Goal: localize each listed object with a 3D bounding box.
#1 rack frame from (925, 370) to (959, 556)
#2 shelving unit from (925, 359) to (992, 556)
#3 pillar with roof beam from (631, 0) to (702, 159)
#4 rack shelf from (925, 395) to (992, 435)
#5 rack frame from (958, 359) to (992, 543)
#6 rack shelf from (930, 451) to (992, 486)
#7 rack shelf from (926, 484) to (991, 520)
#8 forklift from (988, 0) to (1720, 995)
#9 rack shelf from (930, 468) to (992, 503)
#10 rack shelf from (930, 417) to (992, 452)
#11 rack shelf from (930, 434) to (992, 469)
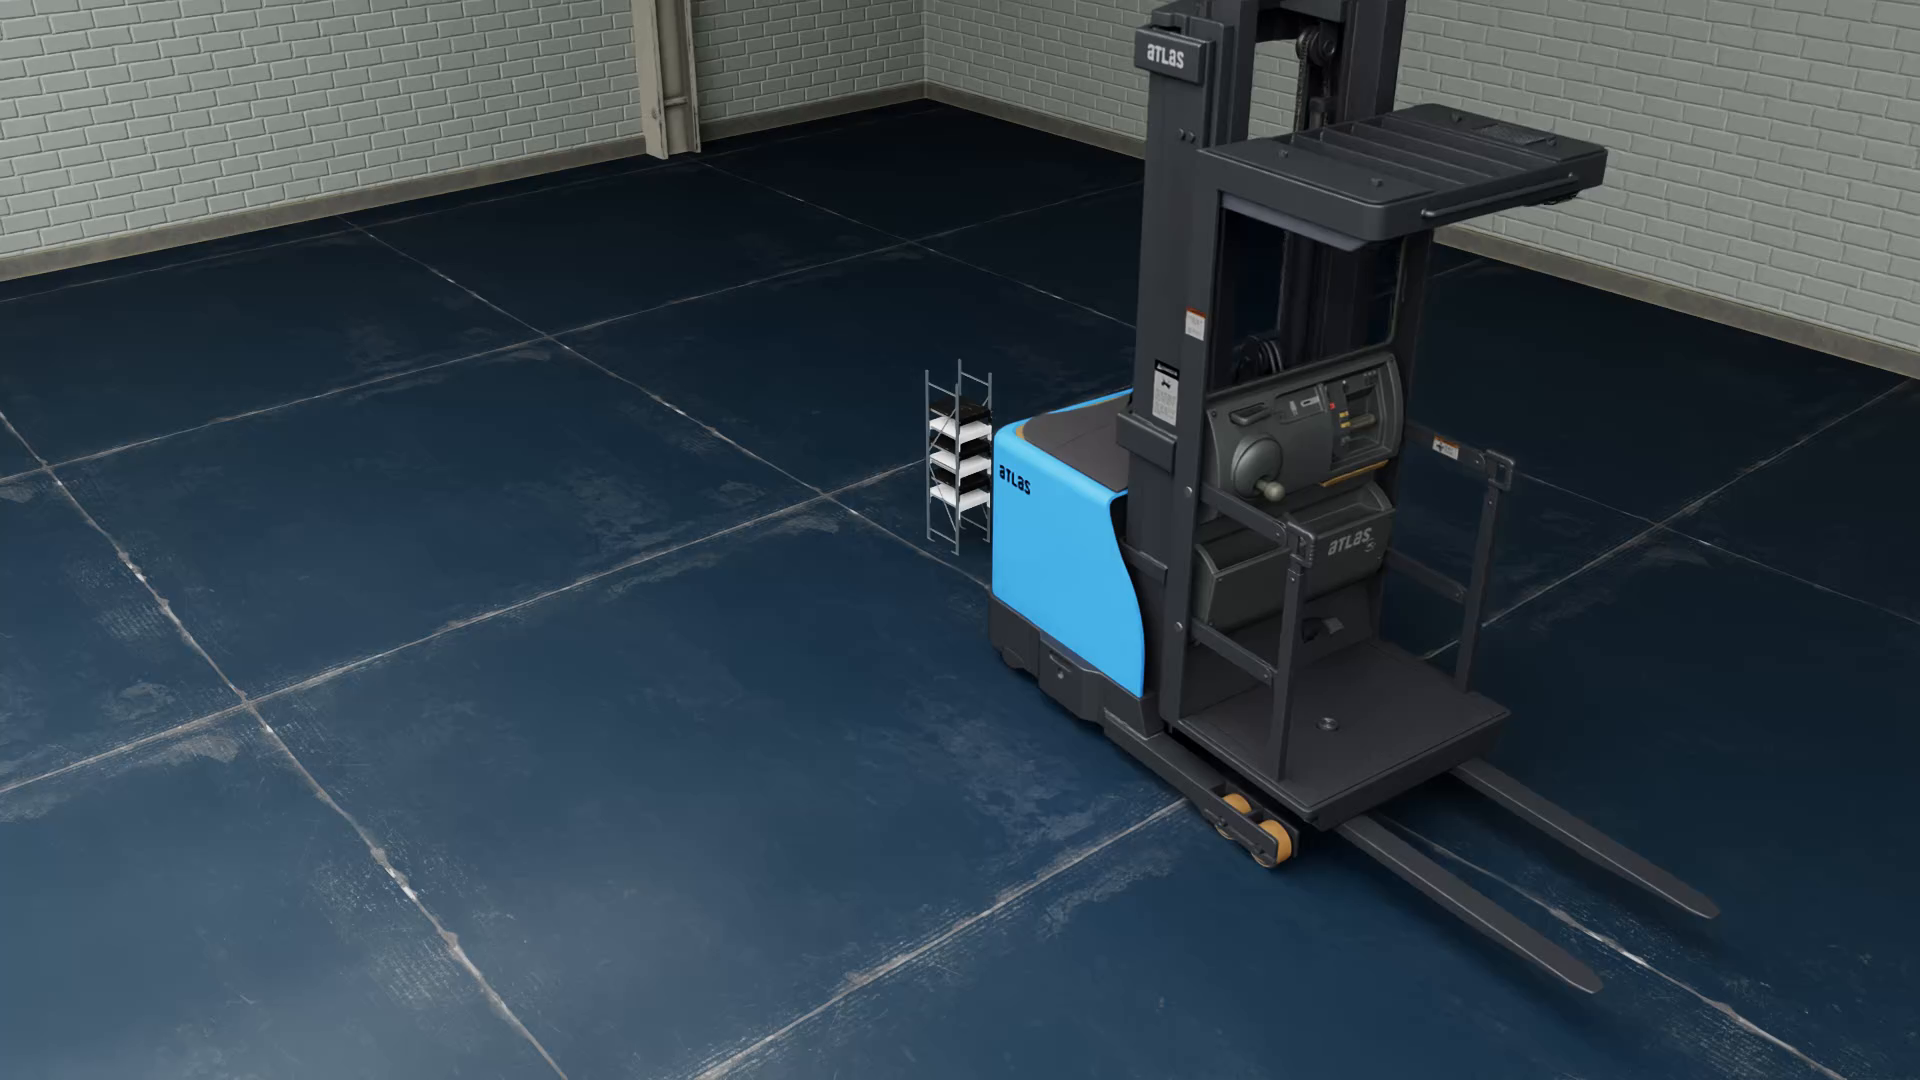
[{"bbox_3d":[-0.084,-0.363,7.975,0.006,0.900,0.240,-22,35,-35],"label":"rack frame"},{"bbox_3d":[-0.006,-0.394,8.033,0.210,0.900,0.258,-22,35,-35],"label":"shelving unit"},{"bbox_3d":[0.270,-5.841,9.633,0.400,9.000,9.100,-22,35,-35],"label":"pillar with roof beam"},{"bbox_3d":[-0.006,-0.603,7.922,0.200,0.077,0.258,-22,35,-35],"label":"rack shelf"},{"bbox_3d":[0.071,-0.426,8.091,0.006,0.900,0.240,-22,35,-35],"label":"rack frame"},{"bbox_3d":[-0.006,-0.365,8.049,0.200,0.077,0.258,-22,35,-35],"label":"rack shelf"},{"bbox_3d":[-0.006,-0.206,8.134,0.200,0.077,0.258,-22,35,-35],"label":"rack shelf"},{"bbox_3d":[1.373,-0.367,5.826,1.130,2.935,3.031,-18,33,-30],"label":"forklift"},{"bbox_3d":[-0.006,-0.286,8.091,0.200,0.077,0.258,-22,35,-35],"label":"rack shelf"},{"bbox_3d":[-0.006,-0.524,7.964,0.200,0.077,0.258,-22,35,-35],"label":"rack shelf"},{"bbox_3d":[-0.006,-0.444,8.007,0.200,0.077,0.258,-22,35,-35],"label":"rack shelf"}]
